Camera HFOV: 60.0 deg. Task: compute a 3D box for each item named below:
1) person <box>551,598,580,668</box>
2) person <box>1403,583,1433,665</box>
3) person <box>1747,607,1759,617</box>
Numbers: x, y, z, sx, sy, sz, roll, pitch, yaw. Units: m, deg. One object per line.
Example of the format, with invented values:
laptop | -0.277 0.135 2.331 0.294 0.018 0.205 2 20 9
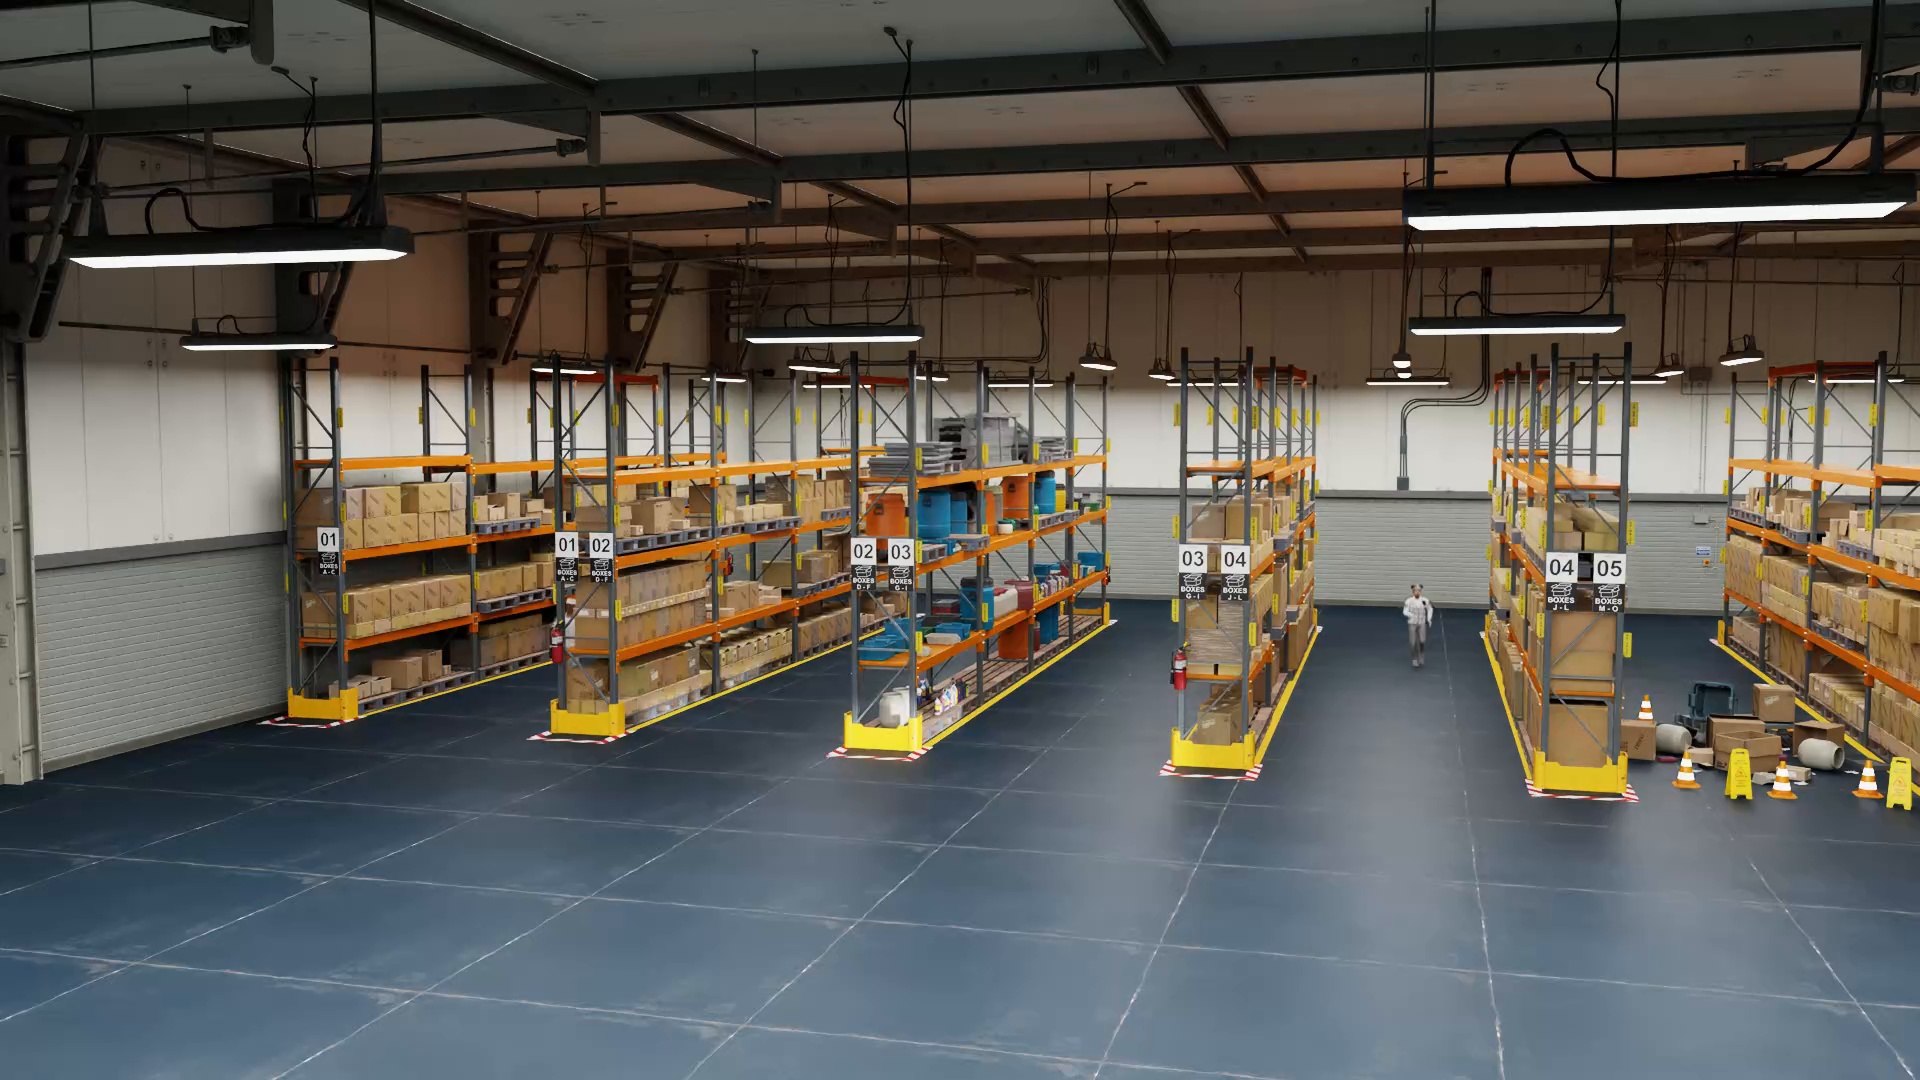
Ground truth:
person | -6.937 1.929 29.621 0.683 1.808 0.845 0 4 2
person | 9.220 1.701 33.462 0.590 1.660 0.619 1 4 13
person | 18.154 1.466 37.766 0.597 1.552 0.566 4 6 41
